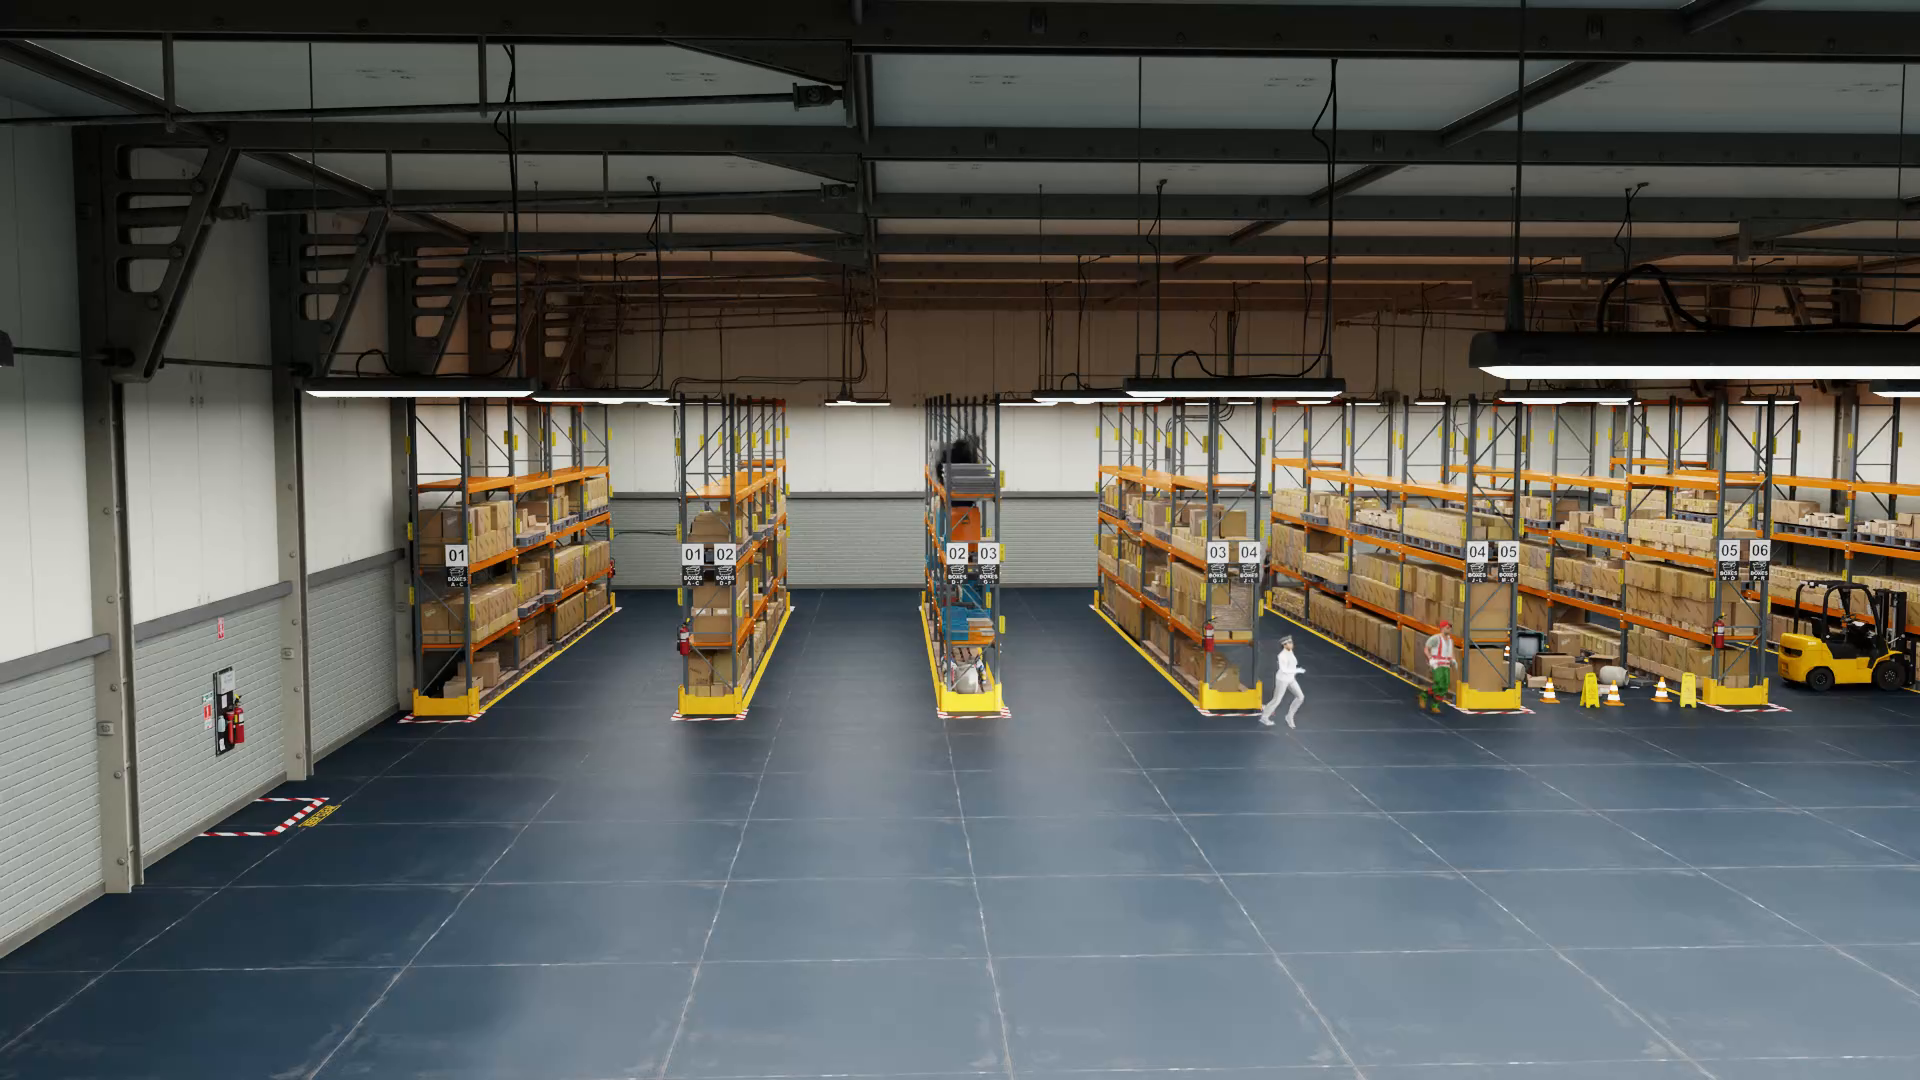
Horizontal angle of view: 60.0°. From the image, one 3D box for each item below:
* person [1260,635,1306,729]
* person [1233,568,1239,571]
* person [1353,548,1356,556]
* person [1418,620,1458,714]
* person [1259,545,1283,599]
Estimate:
[{"bbox_3d":[5.817,2.529,29.721,0.841,1.698,0.626,4,6,39],"label":"person"},{"bbox_3d":[7.647,1.131,47.194,0.671,1.731,0.623,2,5,19],"label":"person"},{"bbox_3d":[11.083,1.110,47.270,0.653,1.802,0.720,-1,5,-8],"label":"person"},{"bbox_3d":[9.066,2.380,31.360,0.693,1.729,0.577,-3,5,-30],"label":"person"},{"bbox_3d":[9.175,1.021,48.911,1.104,1.753,0.616,-1,5,-13],"label":"person"}]
